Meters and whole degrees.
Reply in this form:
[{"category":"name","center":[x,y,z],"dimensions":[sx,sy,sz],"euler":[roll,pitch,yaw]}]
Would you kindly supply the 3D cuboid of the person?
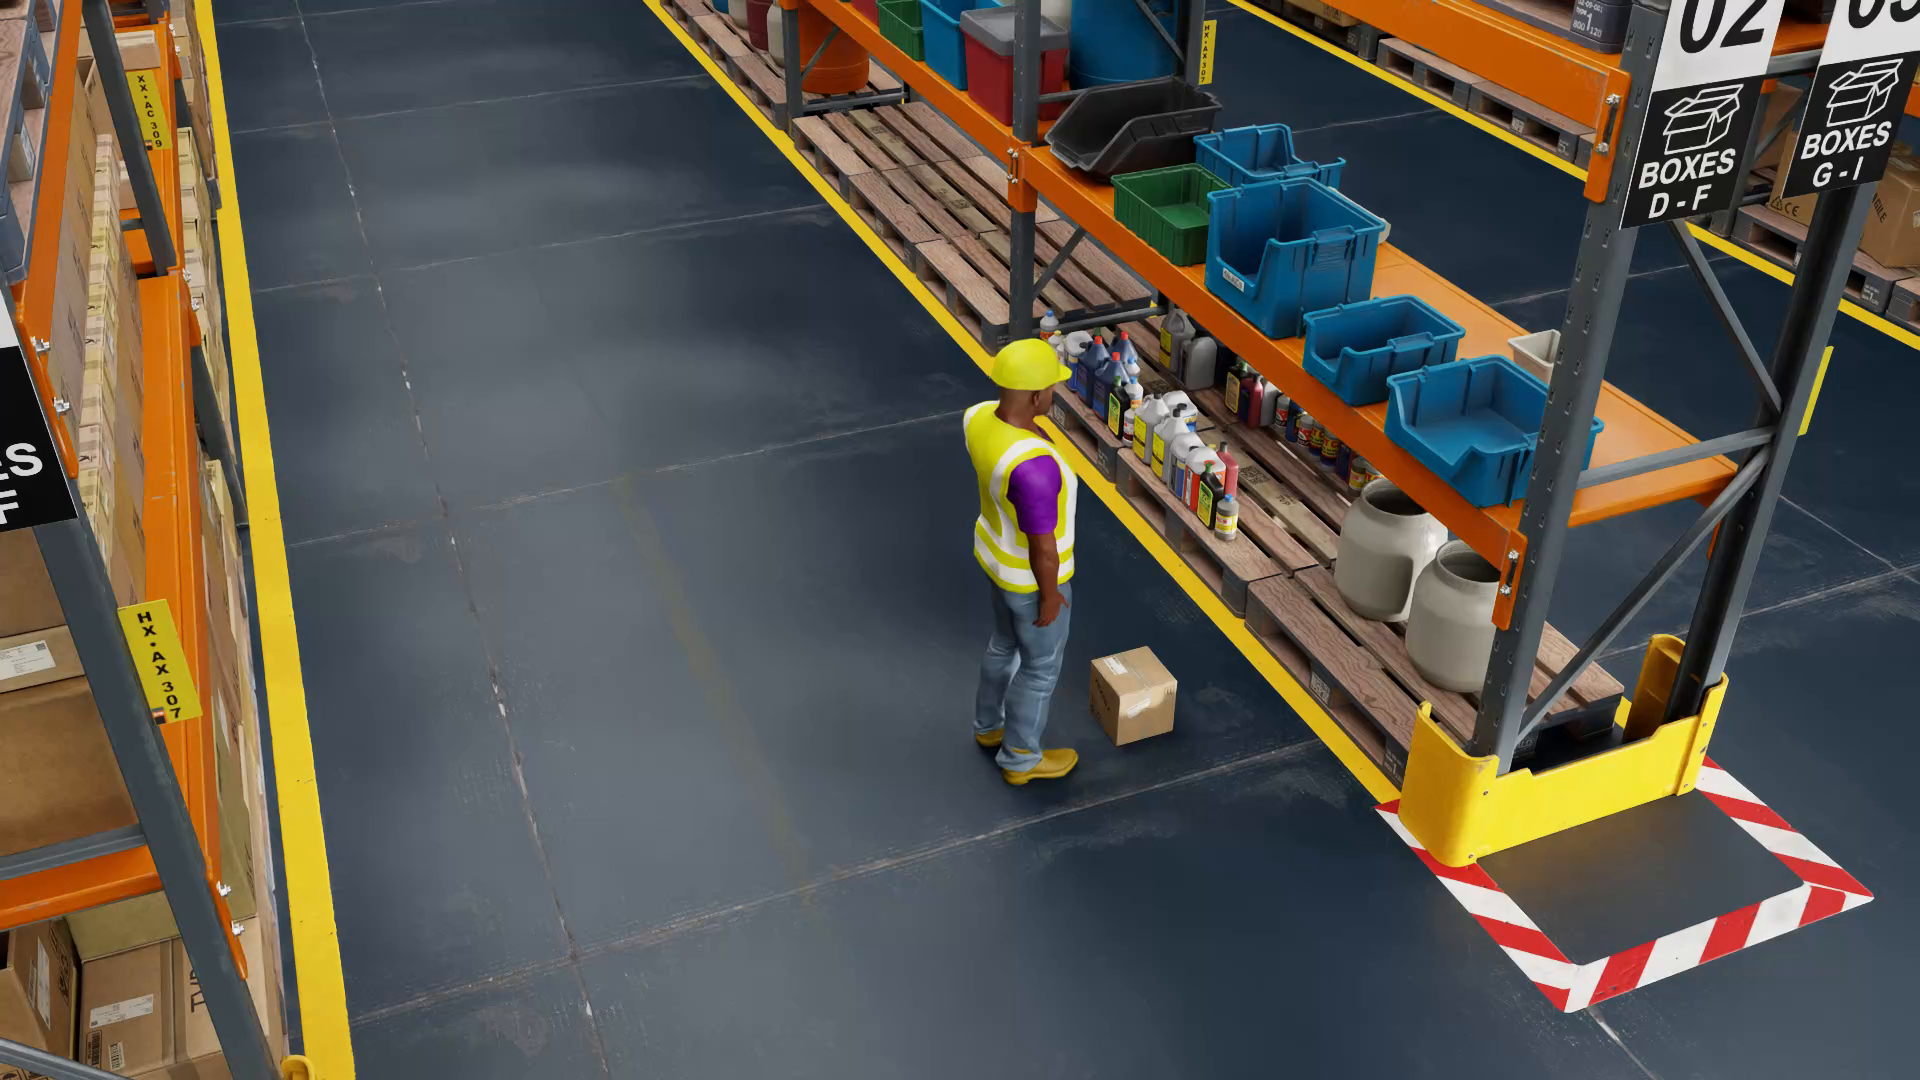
[{"category":"person","center":[0.260,0.117,6.064],"dimensions":[0.576,1.633,0.613],"euler":[-12,35,-18]}]
